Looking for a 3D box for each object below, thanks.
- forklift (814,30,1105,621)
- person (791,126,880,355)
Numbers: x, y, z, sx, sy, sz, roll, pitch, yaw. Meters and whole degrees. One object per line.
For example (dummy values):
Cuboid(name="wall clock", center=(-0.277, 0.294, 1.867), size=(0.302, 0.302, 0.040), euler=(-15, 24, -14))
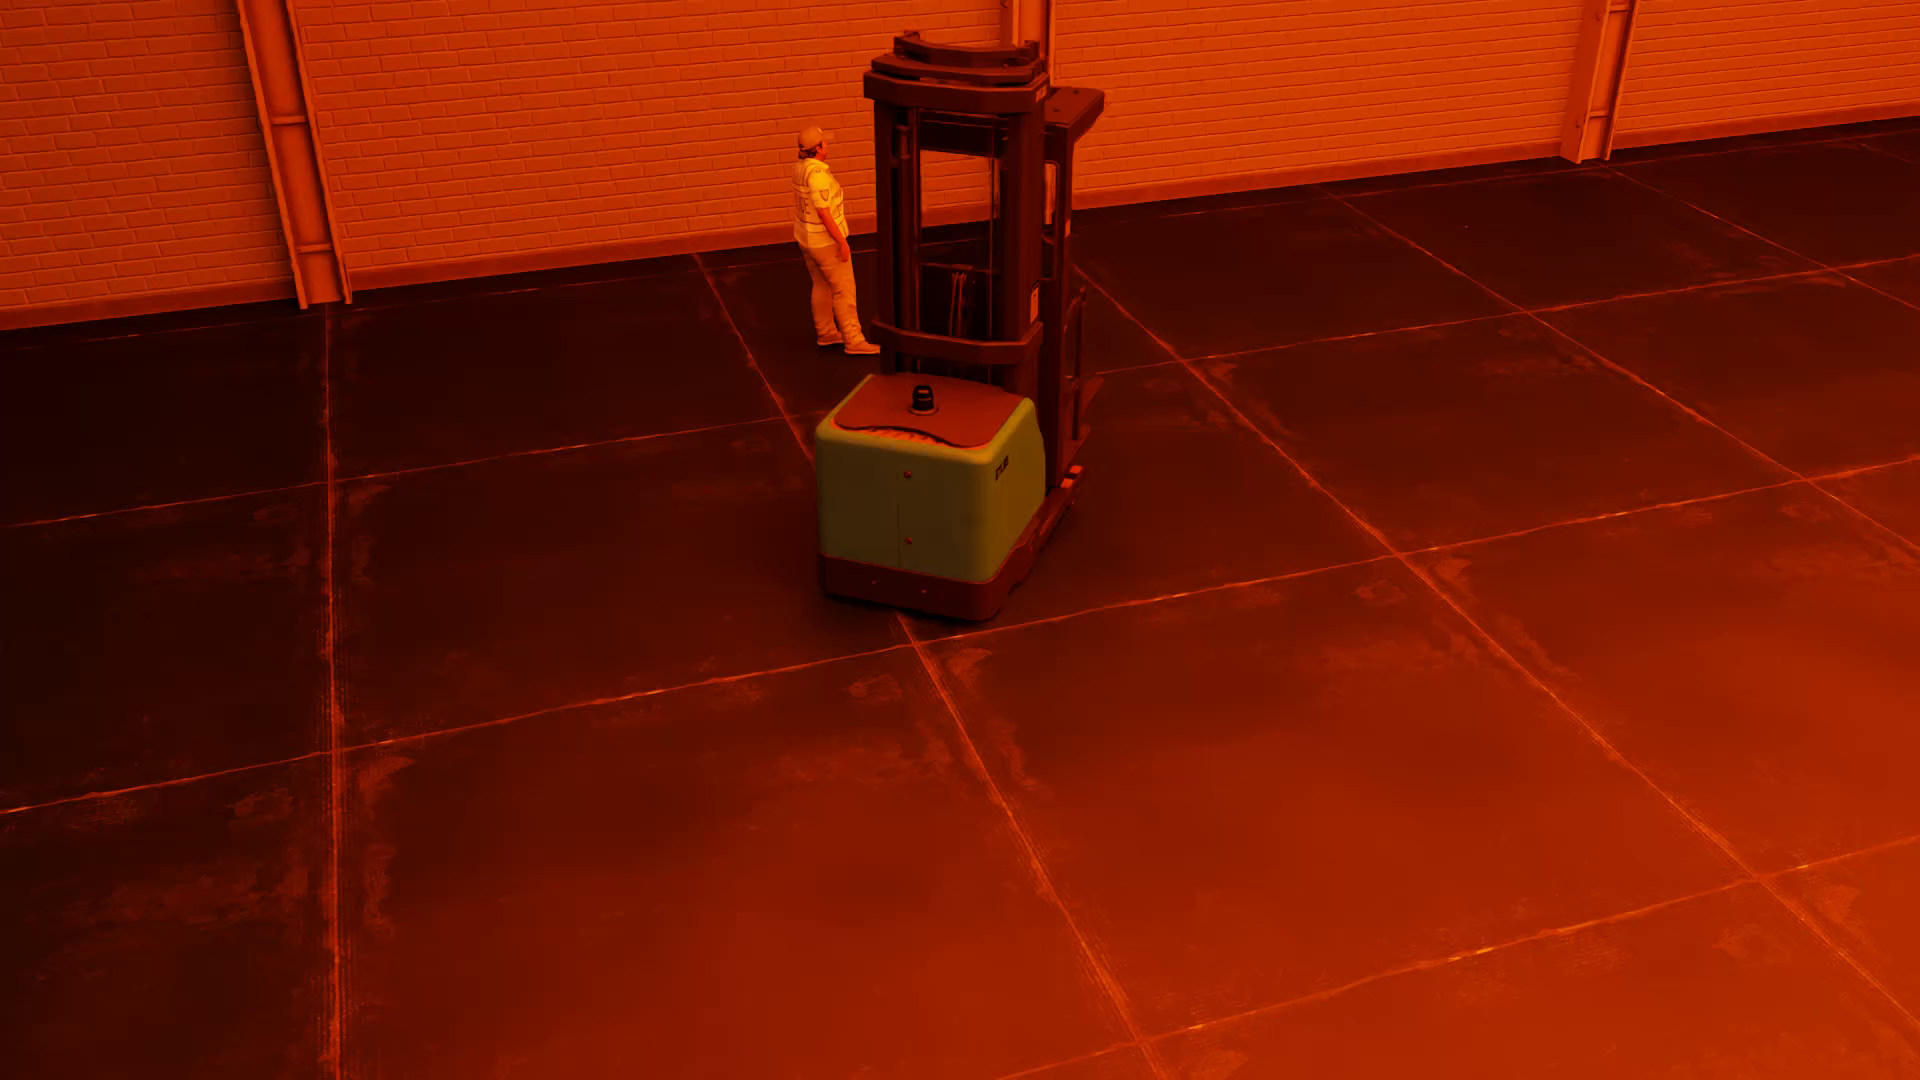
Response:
Cuboid(name="forklift", center=(0.171, -1.549, 9.780), size=(1.130, 2.935, 3.031), euler=(10, 31, 17))
Cuboid(name="person", center=(-0.923, -2.199, 12.163), size=(0.530, 1.670, 0.596), euler=(-15, 33, -24))
